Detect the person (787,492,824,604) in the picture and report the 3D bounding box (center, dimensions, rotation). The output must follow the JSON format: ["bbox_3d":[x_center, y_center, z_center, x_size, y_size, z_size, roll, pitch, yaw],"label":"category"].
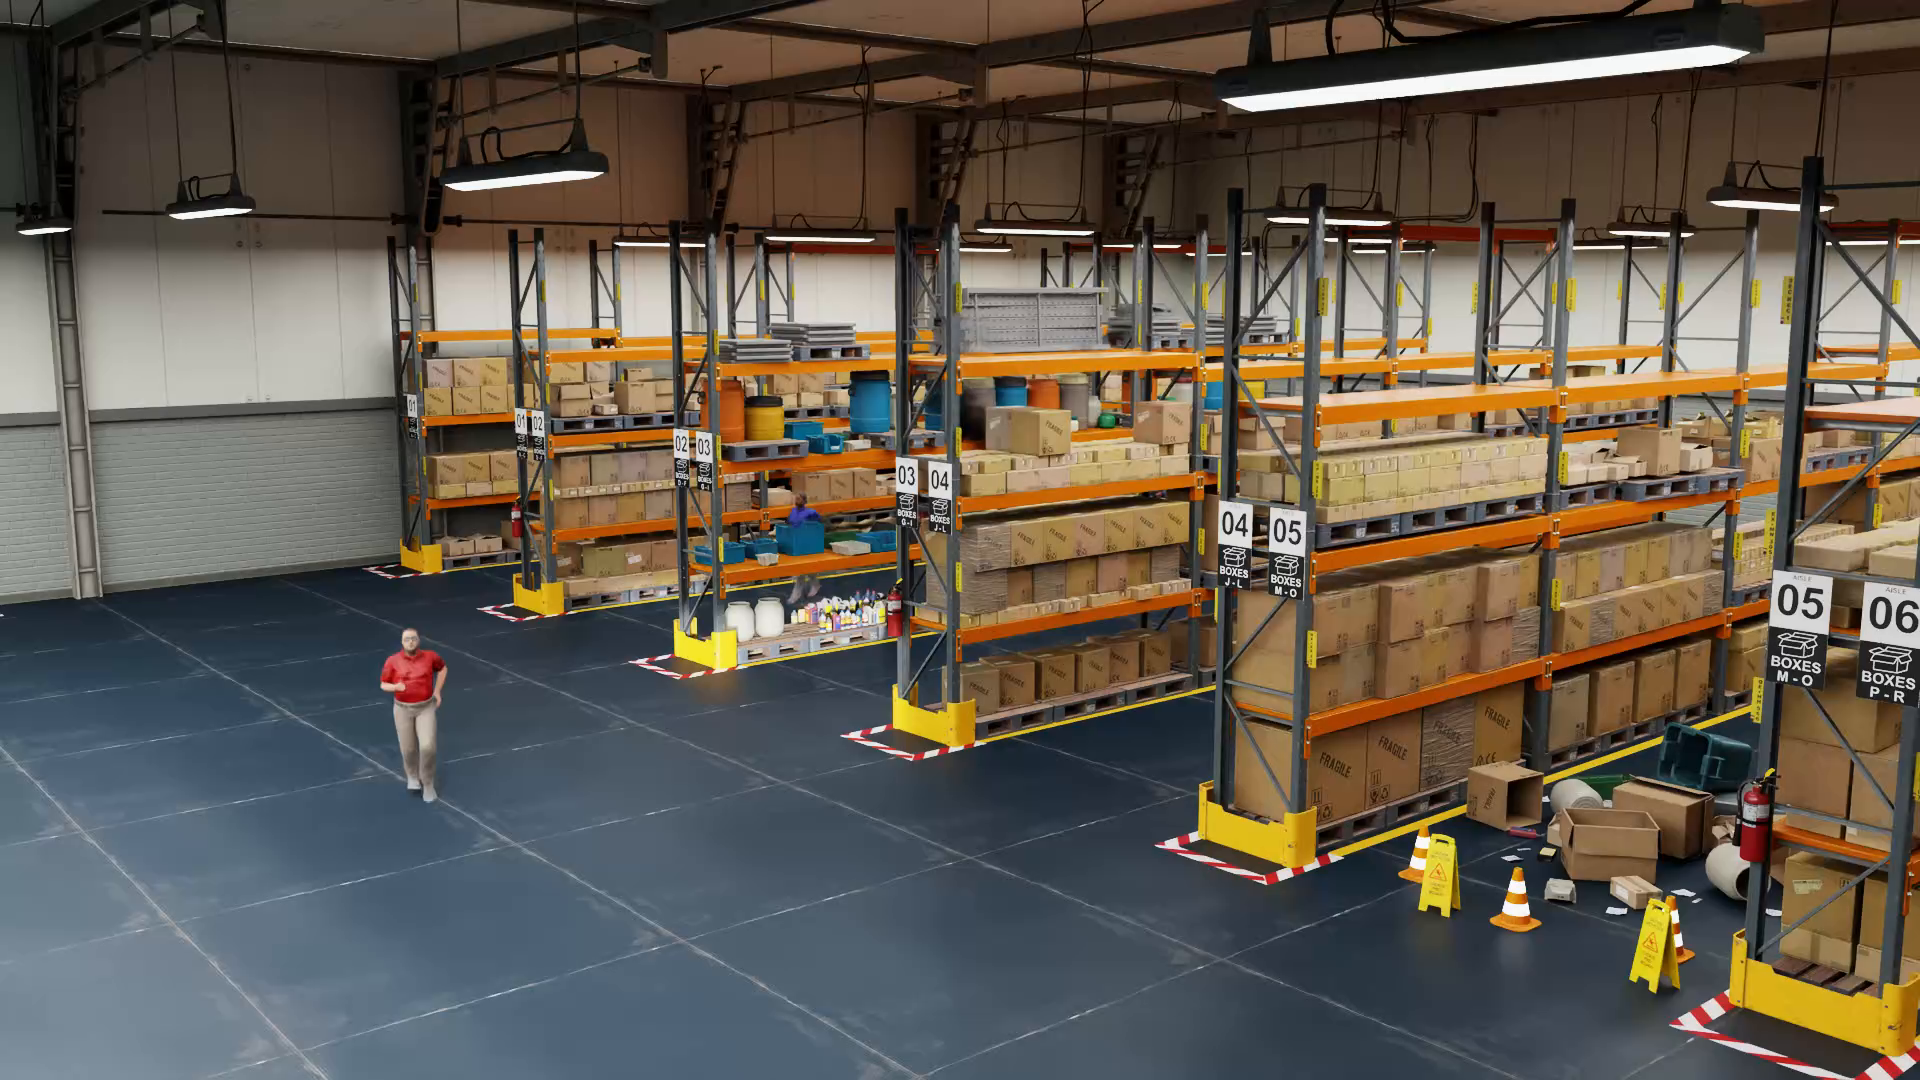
[{"bbox_3d":[-2.459,0.089,25.860,0.548,1.697,0.797,8,12,41],"label":"person"}]

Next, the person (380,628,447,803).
[{"bbox_3d":[-5.486,1.770,16.746,0.640,1.781,0.715,-3,9,-16],"label":"person"}]
